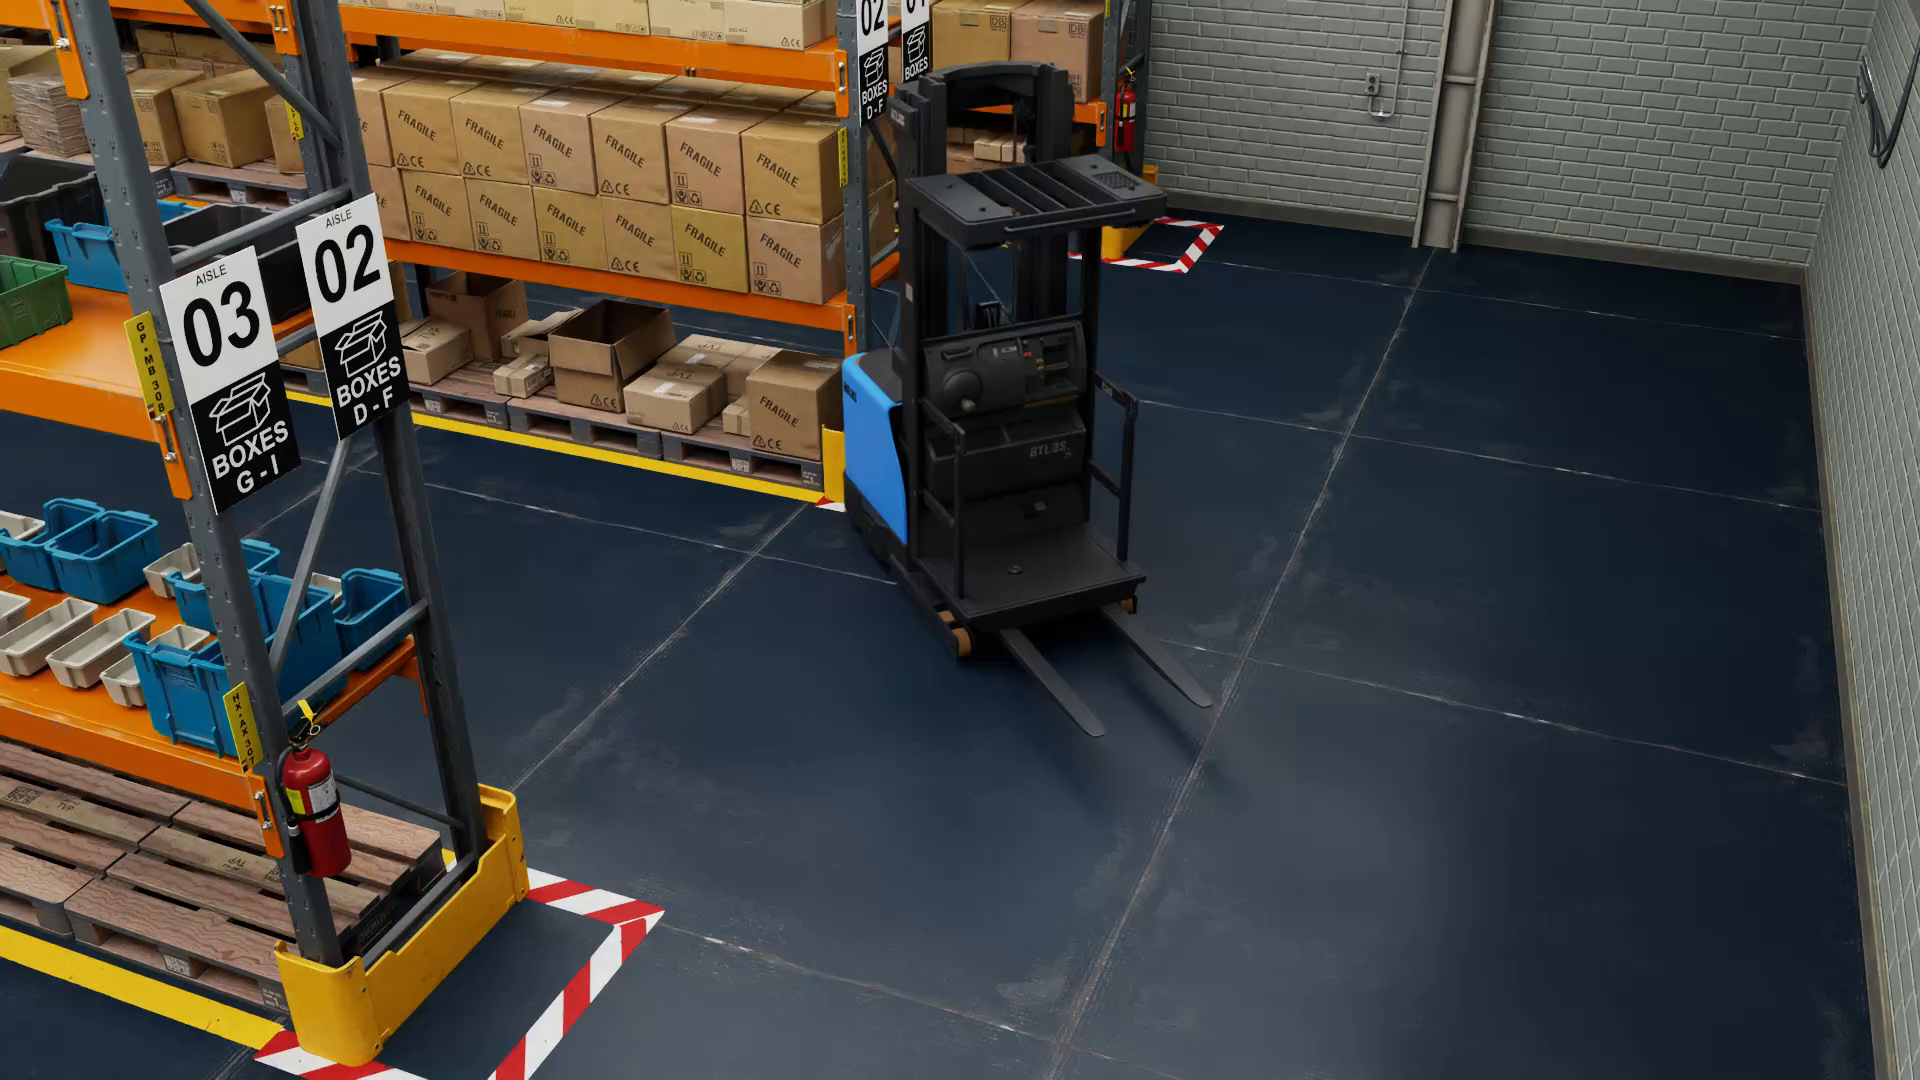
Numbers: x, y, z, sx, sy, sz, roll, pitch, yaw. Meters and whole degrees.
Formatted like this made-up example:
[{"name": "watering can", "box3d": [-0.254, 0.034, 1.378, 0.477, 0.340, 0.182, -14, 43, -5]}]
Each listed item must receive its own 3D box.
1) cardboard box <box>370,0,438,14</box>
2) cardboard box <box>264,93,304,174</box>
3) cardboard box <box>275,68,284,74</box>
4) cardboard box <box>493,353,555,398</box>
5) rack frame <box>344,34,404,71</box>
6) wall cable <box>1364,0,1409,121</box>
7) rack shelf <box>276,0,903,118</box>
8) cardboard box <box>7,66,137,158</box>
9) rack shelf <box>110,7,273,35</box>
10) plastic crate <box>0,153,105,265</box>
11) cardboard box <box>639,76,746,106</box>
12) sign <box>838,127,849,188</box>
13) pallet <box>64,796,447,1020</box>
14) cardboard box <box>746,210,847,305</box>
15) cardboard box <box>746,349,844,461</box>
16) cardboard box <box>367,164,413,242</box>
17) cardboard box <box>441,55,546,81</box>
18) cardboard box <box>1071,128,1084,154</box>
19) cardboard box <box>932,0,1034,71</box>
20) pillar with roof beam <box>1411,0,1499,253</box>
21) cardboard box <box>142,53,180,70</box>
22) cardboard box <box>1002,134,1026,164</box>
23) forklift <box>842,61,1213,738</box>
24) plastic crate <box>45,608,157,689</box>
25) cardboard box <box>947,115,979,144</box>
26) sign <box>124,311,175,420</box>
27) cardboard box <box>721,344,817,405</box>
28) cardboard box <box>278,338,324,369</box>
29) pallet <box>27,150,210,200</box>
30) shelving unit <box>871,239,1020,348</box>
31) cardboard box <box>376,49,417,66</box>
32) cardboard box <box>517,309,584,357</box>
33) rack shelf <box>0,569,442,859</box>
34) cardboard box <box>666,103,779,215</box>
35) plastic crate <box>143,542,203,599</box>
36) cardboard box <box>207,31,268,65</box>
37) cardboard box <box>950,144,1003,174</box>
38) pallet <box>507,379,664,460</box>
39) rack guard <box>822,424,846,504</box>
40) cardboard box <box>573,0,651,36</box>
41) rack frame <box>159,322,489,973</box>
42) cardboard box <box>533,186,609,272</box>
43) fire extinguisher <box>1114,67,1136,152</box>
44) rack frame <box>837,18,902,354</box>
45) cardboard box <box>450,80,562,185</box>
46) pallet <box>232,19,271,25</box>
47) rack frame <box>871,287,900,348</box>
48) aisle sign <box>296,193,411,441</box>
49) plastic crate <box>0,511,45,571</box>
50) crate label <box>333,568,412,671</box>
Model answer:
[{"name": "cardboard box", "box3d": [-3.323, -3.470, 10.356, 0.500, 0.250, 0.500, 11, 31, 19]}, {"name": "cardboard box", "box3d": [-4.498, -2.943, 11.791, 0.500, 0.500, 0.700, 1, 30, 2]}, {"name": "cardboard box", "box3d": [-7.111, -4.887, 17.853, 0.500, 0.500, 0.700, 11, 31, 19]}, {"name": "cardboard box", "box3d": [-3.030, -1.153, 11.585, 0.250, 0.166, 0.380, 11, 31, 19]}, {"name": "rack frame", "box3d": [-5.990, -5.526, 16.890, 0.127, 3.000, 1.000, 11, 31, 19]}, {"name": "wall cable", "box3d": [2.965, -4.683, 14.365, 1.851, 1.984, 0.084, 11, 31, 19]}, {"name": "rack shelf", "box3d": [-2.289, -3.149, 10.368, 4.000, 0.370, 1.077, 11, 31, 19]}, {"name": "cardboard box", "box3d": [-6.448, -3.172, 12.196, 0.500, 0.500, 0.700, 18, 34, 28]}, {"name": "rack shelf", "box3d": [-7.844, -5.583, 17.721, 4.000, 0.370, 1.077, 11, 31, 19]}, {"name": "plastic crate", "box3d": [-3.614, -1.216, 6.278, 0.767, 0.338, 0.504, 11, 31, 19]}, {"name": "cardboard box", "box3d": [-1.697, -2.656, 10.694, 0.500, 0.500, 0.500, 12, 32, 20]}, {"name": "sign", "box3d": [-0.663, -2.179, 9.470, 0.005, 0.325, 0.100, 11, 31, 19]}, {"name": "pallet", "box3d": [-3.052, 1.515, 7.267, 1.213, 0.211, 1.003, 11, 31, 19]}, {"name": "cardboard box", "box3d": [-0.954, -1.789, 10.176, 0.500, 0.500, 0.500, 12, 32, 21]}, {"name": "cardboard box", "box3d": [-1.033, -0.878, 10.760, 0.500, 0.500, 0.500, 11, 31, 19]}, {"name": "cardboard box", "box3d": [-3.773, -2.352, 11.172, 0.500, 0.500, 0.500, 12, 32, 20]}, {"name": "cardboard box", "box3d": [-3.101, -2.936, 11.190, 0.500, 0.500, 0.500, 11, 31, 18]}, {"name": "cardboard box", "box3d": [0.928, -3.575, 14.892, 0.250, 0.149, 0.380, 12, 31, 19]}, {"name": "cardboard box", "box3d": [0.268, -4.396, 14.586, 0.700, 0.700, 0.980, 11, 31, 19]}, {"name": "pillar with roof beam", "box3d": [2.631, -4.590, 9.136, 0.400, 9.000, 9.100, 11, 31, 19]}, {"name": "cardboard box", "box3d": [-8.511, -5.168, 18.350, 0.500, 0.500, 0.700, 11, 31, 18]}, {"name": "cardboard box", "box3d": [0.549, -3.448, 14.667, 0.250, 0.149, 0.380, 11, 31, 19]}, {"name": "forklift", "box3d": [0.339, -0.876, 8.733, 1.130, 2.935, 3.031, -12, 32, -21]}, {"name": "plastic crate", "box3d": [-3.389, 0.431, 6.557, 0.243, 0.136, 0.396, 11, 31, 19]}, {"name": "cardboard box", "box3d": [-0.010, -3.762, 15.222, 0.250, 0.149, 0.380, 12, 32, 20]}, {"name": "sign", "box3d": [-2.494, -0.535, 5.118, 0.005, 0.325, 0.100, 11, 31, 19]}, {"name": "cardboard box", "box3d": [-1.297, -1.104, 11.413, 0.500, 0.250, 0.500, 11, 31, 19]}, {"name": "cardboard box", "box3d": [-4.708, -1.591, 12.020, 0.500, 0.500, 0.500, 11, 31, 19]}, {"name": "pallet", "box3d": [-6.045, -2.826, 12.307, 1.213, 0.211, 1.003, 11, 31, 19]}, {"name": "shelving unit", "box3d": [-0.103, -1.161, 10.705, 0.538, 1.500, 1.048, 18, 37, 36]}, {"name": "cardboard box", "box3d": [-5.358, -4.577, 16.969, 0.750, 0.750, 0.750, 11, 31, 18]}, {"name": "cardboard box", "box3d": [-2.813, -1.433, 11.933, 0.500, 0.311, 0.500, 11, 31, 19]}, {"name": "rack shelf", "box3d": [-4.155, 0.414, 7.111, 4.000, 0.370, 1.077, 11, 31, 19]}, {"name": "cardboard box", "box3d": [-1.420, -2.316, 10.092, 0.500, 0.500, 0.500, 12, 32, 20]}, {"name": "plastic crate", "box3d": [-3.302, 0.141, 7.070, 0.298, 0.136, 0.250, 11, 31, 19]}, {"name": "cardboard box", "box3d": [-7.660, -5.292, 17.807, 0.500, 0.250, 0.500, 11, 31, 19]}, {"name": "cardboard box", "box3d": [0.273, -3.317, 15.095, 0.500, 0.500, 0.700, 11, 31, 19]}, {"name": "pallet", "box3d": [-2.372, -0.960, 11.646, 1.213, 0.211, 1.003, 11, 31, 19]}, {"name": "rack guard", "box3d": [-0.507, -0.713, 10.914, 0.348, 0.500, 1.175, 11, 31, 19]}, {"name": "cardboard box", "box3d": [-1.939, -3.186, 9.854, 0.500, 0.250, 0.500, 11, 31, 19]}, {"name": "rack frame", "box3d": [-2.302, 0.471, 6.279, 0.127, 3.000, 1.000, 11, 31, 19]}, {"name": "cardboard box", "box3d": [-2.363, -2.071, 10.676, 0.500, 0.500, 0.500, 11, 31, 18]}, {"name": "fire extinguisher", "box3d": [1.389, -3.612, 13.960, 0.183, 0.674, 0.296, 11, 31, 19]}, {"name": "rack frame", "box3d": [-0.436, -1.787, 10.274, 0.127, 3.000, 1.000, 11, 31, 19]}, {"name": "cardboard box", "box3d": [-2.857, -2.600, 10.594, 0.500, 0.500, 0.500, 10, 31, 18]}, {"name": "pallet", "box3d": [-6.691, -5.526, 17.084, 1.003, 0.211, 1.213, 11, 31, 19]}, {"name": "rack frame", "box3d": [-0.426, -0.948, 10.375, 0.500, 1.500, 0.032, 18, 37, 36]}, {"name": "aisle sign", "box3d": [-2.124, -0.783, 5.856, 0.004, 0.787, 0.394, 11, 31, 19]}, {"name": "plastic crate", "box3d": [-4.282, 0.005, 7.311, 0.466, 0.136, 0.293, 11, 31, 19]}, {"name": "crate label", "box3d": [-2.407, 0.322, 6.652, 0.303, 0.233, 0.416, 11, 31, 19]}]
